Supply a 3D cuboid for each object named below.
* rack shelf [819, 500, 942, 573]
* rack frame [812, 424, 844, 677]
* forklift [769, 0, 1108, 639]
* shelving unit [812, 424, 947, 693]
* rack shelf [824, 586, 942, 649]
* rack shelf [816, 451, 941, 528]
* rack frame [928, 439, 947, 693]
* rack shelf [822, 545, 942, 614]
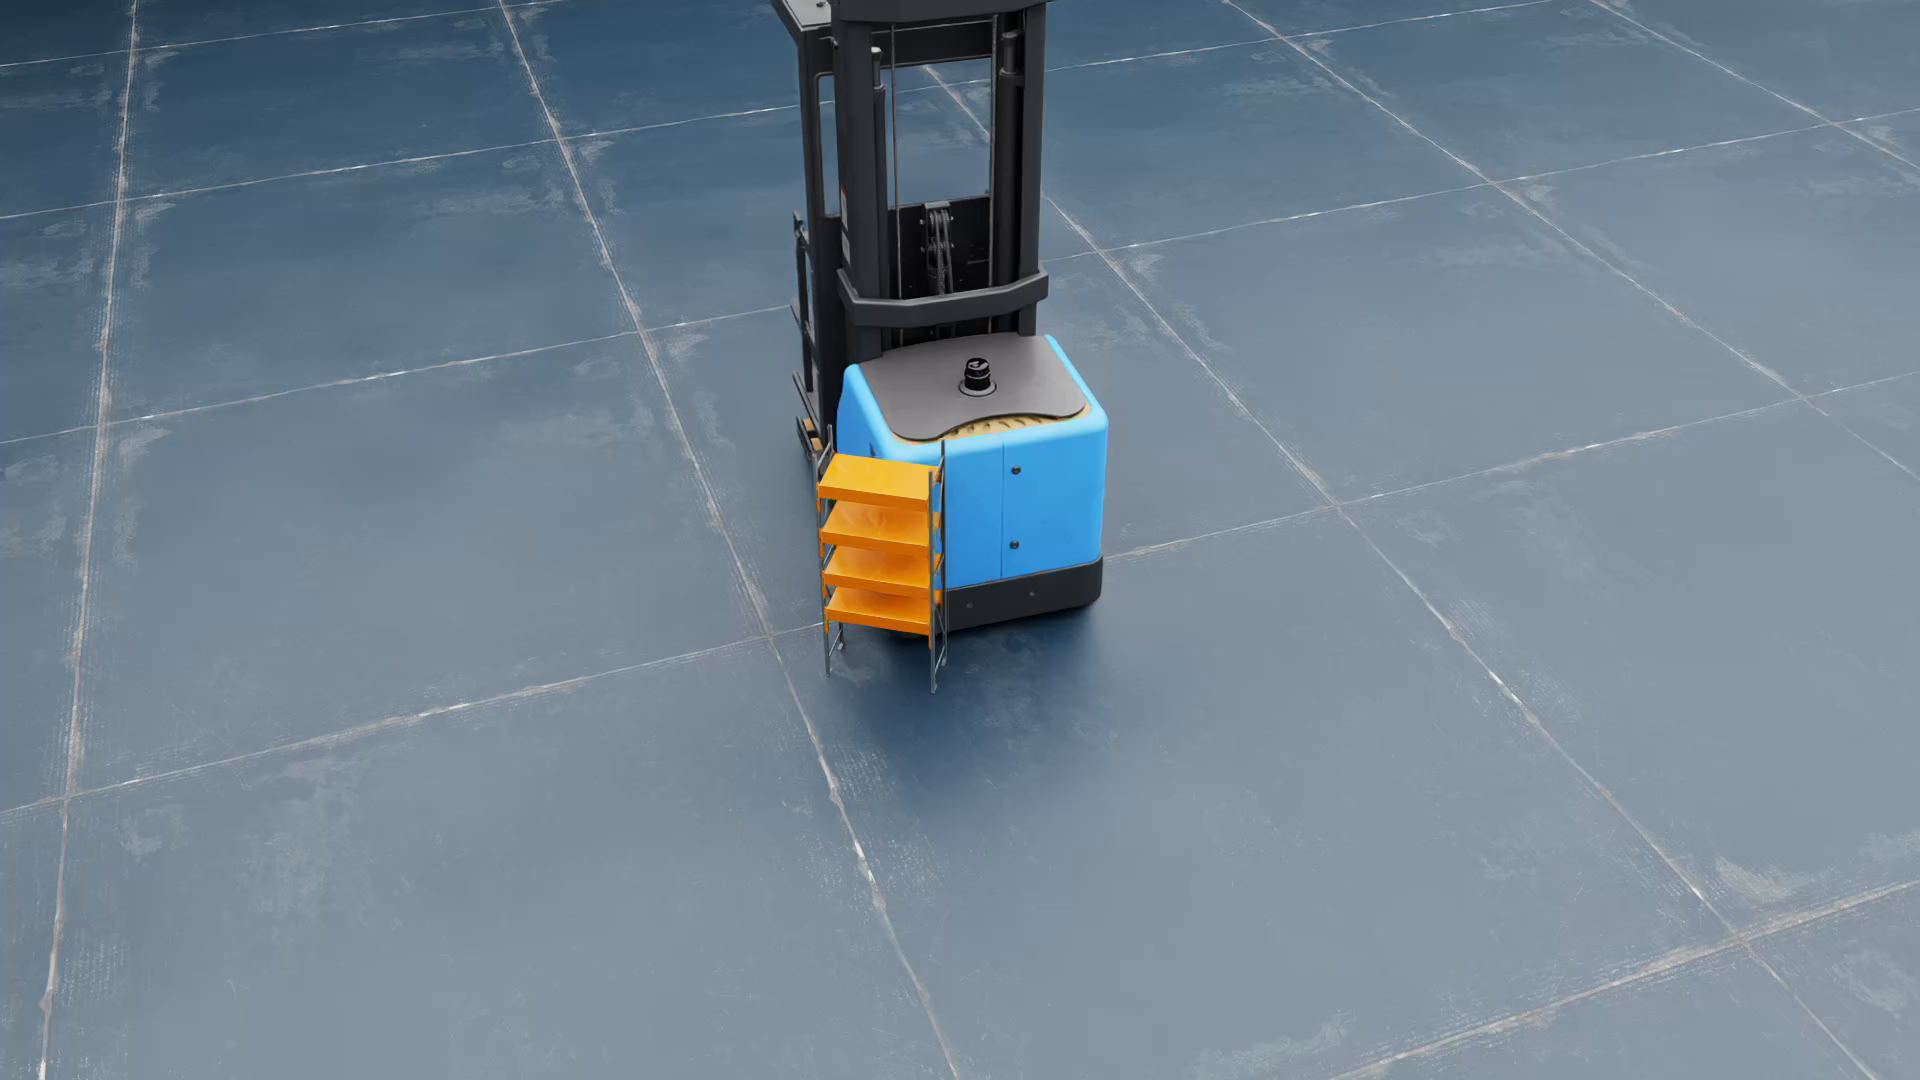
[{"bbox_3d":[-0.332,-0.026,7.087,0.480,0.148,0.258,8,38,10],"label":"rack shelf"},{"bbox_3d":[-0.570,0.066,7.225,0.015,1.200,0.240,8,38,10],"label":"rack frame"},{"bbox_3d":[-0.245,-1.610,8.011,1.130,2.935,3.031,-10,38,-13],"label":"forklift"},{"bbox_3d":[-0.332,0.099,7.181,0.503,1.200,0.258,8,38,10],"label":"shelving unit"},{"bbox_3d":[-0.332,0.312,7.341,0.480,0.148,0.258,8,38,10],"label":"rack shelf"},{"bbox_3d":[-0.332,-0.215,6.945,0.480,0.148,0.258,8,38,10],"label":"rack shelf"},{"bbox_3d":[-0.094,0.133,7.137,0.015,1.200,0.240,8,38,10],"label":"rack frame"},{"bbox_3d":[-0.332,0.153,7.222,0.480,0.148,0.258,8,38,10],"label":"rack shelf"}]
